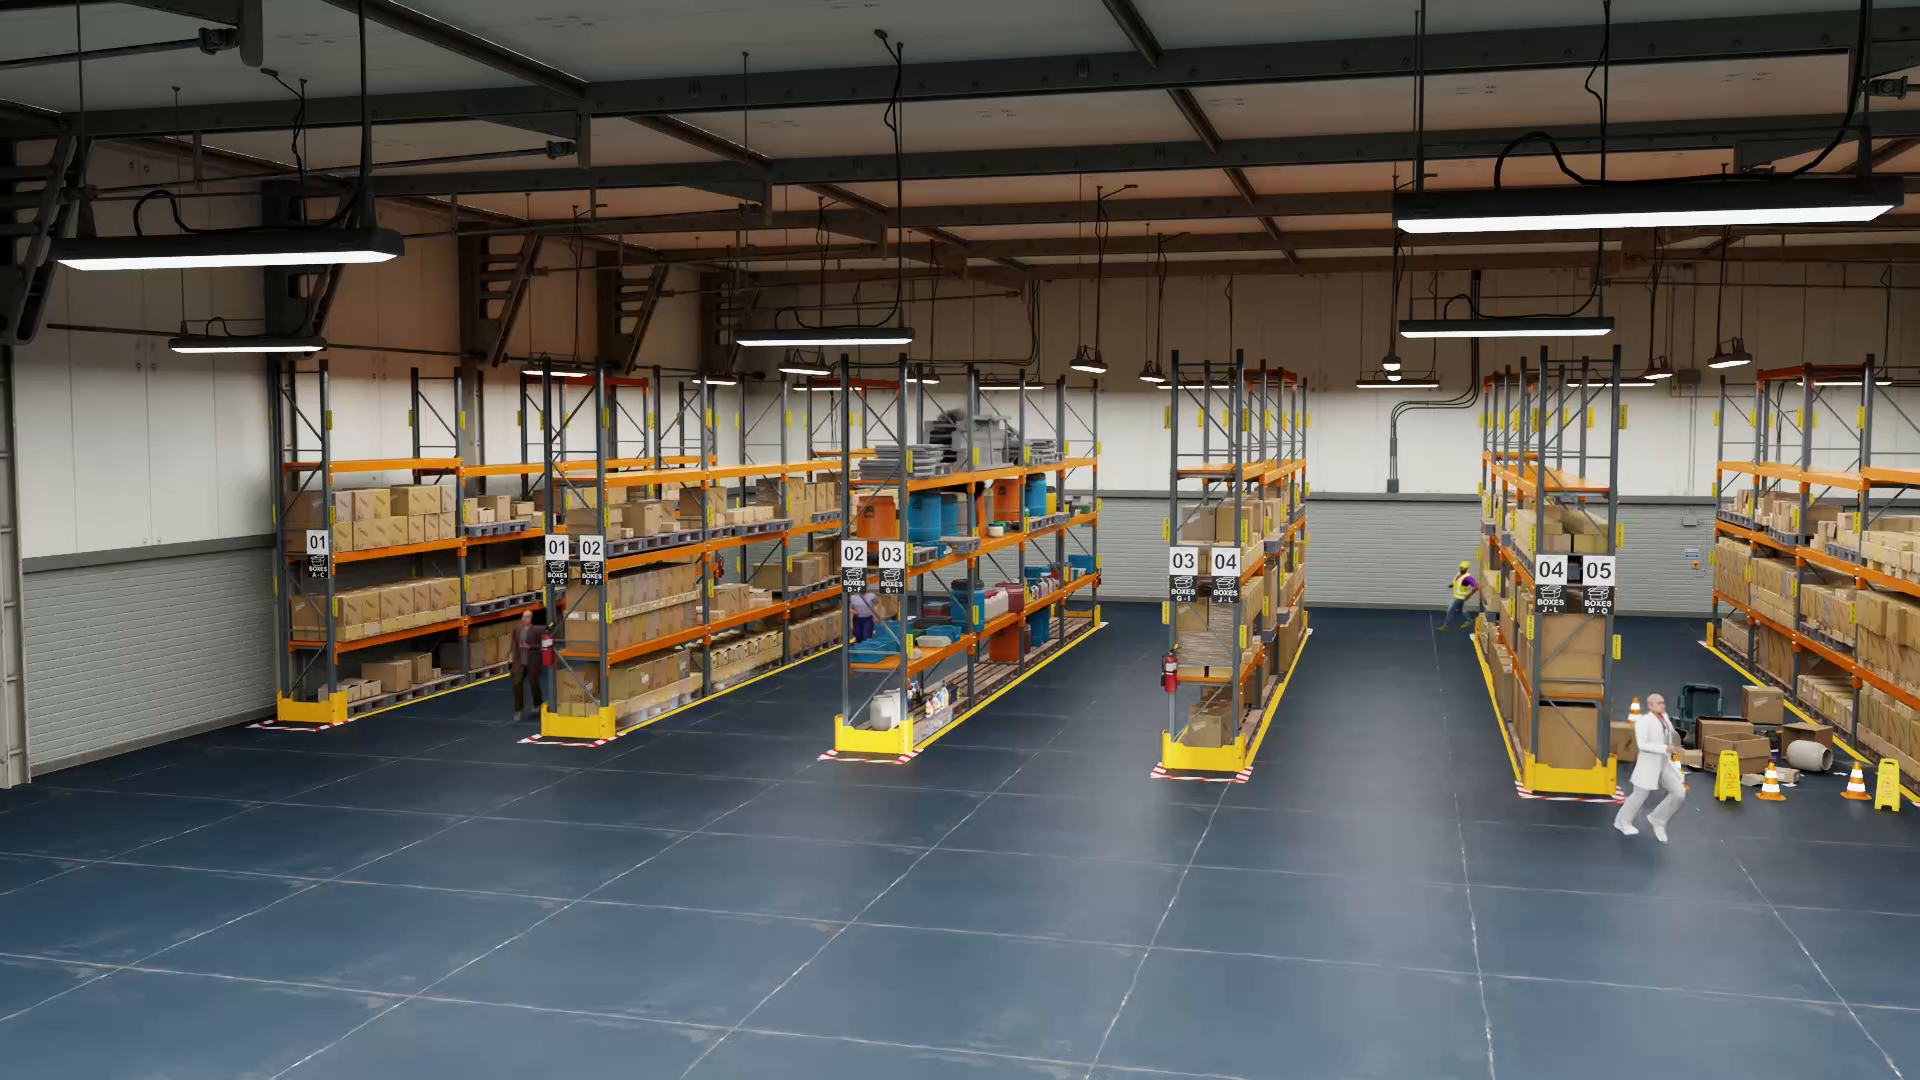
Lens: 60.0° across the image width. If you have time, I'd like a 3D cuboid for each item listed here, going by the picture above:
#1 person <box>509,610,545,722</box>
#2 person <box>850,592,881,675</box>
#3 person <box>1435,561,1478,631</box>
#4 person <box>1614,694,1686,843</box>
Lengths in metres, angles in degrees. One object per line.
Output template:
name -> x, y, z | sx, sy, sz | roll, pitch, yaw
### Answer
person -> -7.265, 2.096, 27.956 | 0.674, 1.838, 0.850 | 0, 4, 3
person -> -1.842, 1.659, 31.632 | 0.614, 1.785, 0.714 | 1, 4, 10
person -> 11.760, 1.321, 39.369 | 0.960, 1.684, 0.850 | 1, 4, 18
person -> 8.253, 2.696, 19.752 | 0.729, 1.774, 0.936 | -2, 5, -24
